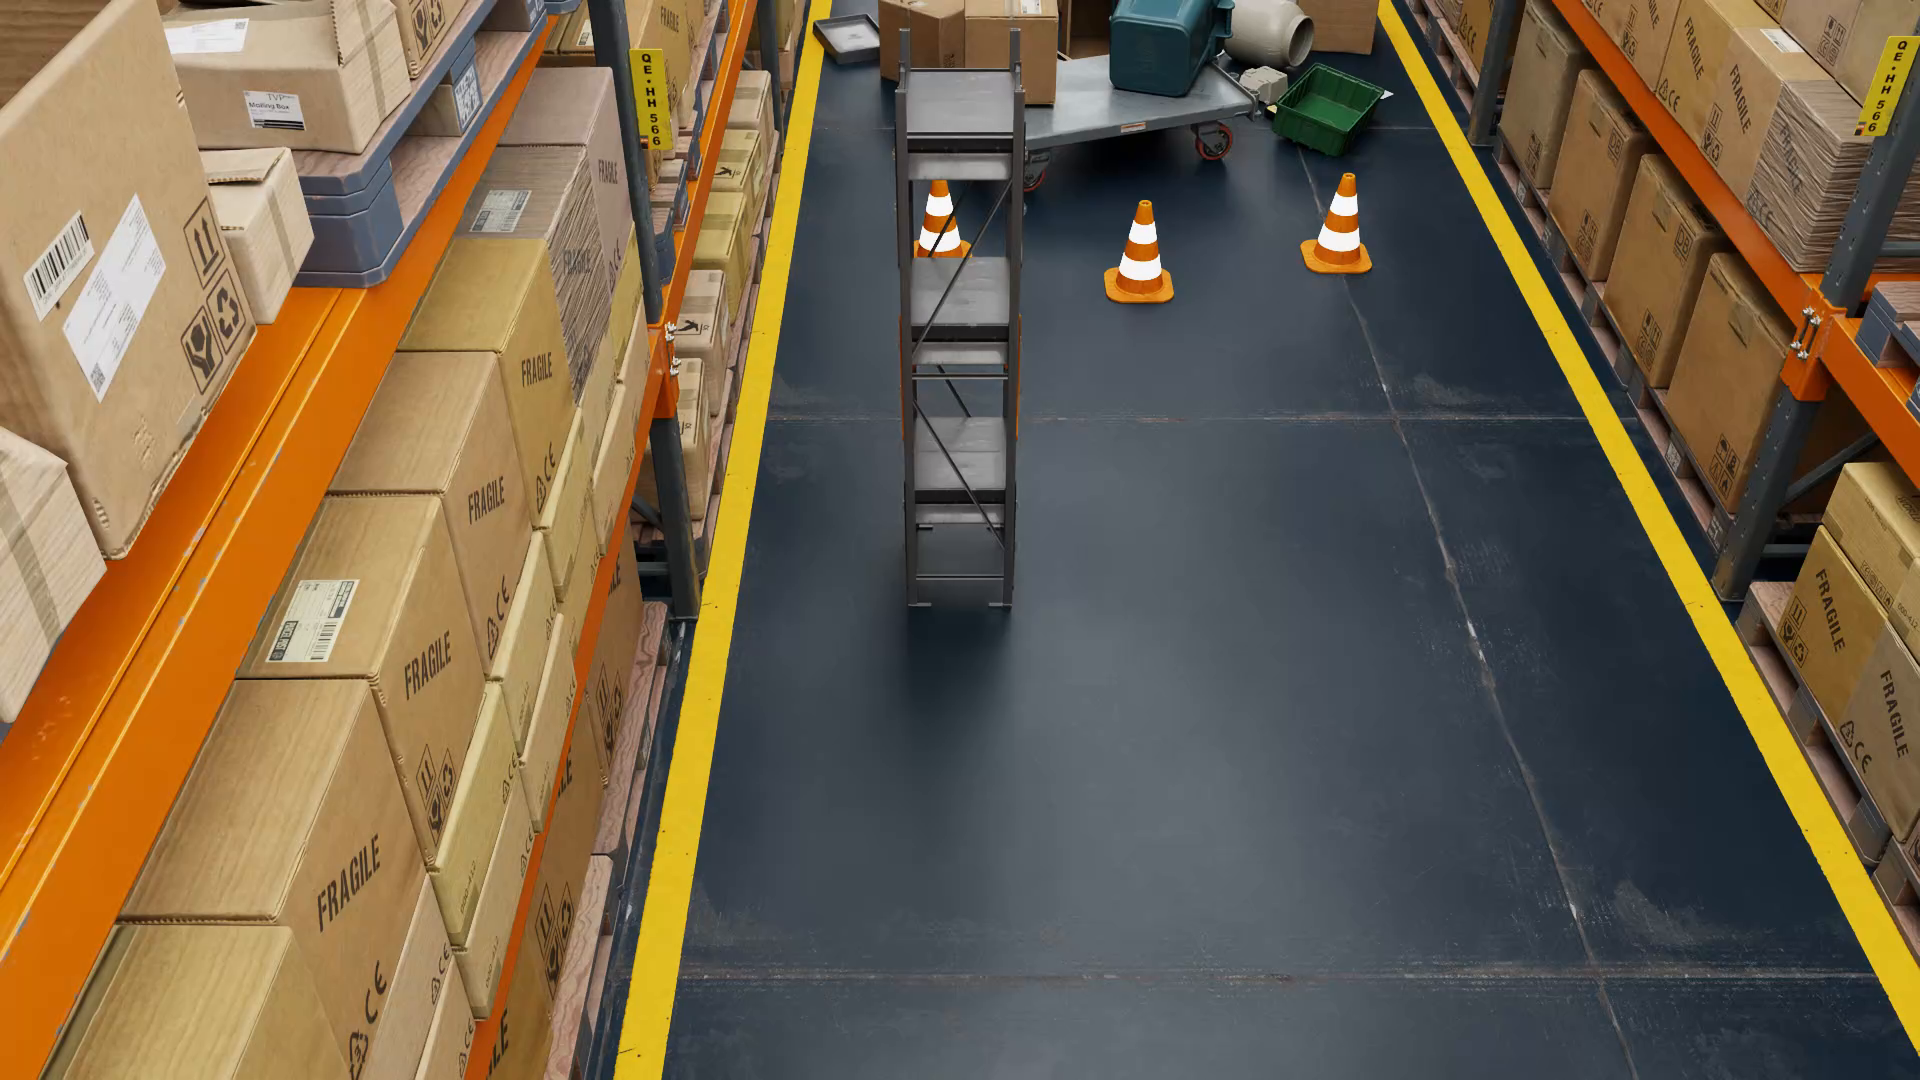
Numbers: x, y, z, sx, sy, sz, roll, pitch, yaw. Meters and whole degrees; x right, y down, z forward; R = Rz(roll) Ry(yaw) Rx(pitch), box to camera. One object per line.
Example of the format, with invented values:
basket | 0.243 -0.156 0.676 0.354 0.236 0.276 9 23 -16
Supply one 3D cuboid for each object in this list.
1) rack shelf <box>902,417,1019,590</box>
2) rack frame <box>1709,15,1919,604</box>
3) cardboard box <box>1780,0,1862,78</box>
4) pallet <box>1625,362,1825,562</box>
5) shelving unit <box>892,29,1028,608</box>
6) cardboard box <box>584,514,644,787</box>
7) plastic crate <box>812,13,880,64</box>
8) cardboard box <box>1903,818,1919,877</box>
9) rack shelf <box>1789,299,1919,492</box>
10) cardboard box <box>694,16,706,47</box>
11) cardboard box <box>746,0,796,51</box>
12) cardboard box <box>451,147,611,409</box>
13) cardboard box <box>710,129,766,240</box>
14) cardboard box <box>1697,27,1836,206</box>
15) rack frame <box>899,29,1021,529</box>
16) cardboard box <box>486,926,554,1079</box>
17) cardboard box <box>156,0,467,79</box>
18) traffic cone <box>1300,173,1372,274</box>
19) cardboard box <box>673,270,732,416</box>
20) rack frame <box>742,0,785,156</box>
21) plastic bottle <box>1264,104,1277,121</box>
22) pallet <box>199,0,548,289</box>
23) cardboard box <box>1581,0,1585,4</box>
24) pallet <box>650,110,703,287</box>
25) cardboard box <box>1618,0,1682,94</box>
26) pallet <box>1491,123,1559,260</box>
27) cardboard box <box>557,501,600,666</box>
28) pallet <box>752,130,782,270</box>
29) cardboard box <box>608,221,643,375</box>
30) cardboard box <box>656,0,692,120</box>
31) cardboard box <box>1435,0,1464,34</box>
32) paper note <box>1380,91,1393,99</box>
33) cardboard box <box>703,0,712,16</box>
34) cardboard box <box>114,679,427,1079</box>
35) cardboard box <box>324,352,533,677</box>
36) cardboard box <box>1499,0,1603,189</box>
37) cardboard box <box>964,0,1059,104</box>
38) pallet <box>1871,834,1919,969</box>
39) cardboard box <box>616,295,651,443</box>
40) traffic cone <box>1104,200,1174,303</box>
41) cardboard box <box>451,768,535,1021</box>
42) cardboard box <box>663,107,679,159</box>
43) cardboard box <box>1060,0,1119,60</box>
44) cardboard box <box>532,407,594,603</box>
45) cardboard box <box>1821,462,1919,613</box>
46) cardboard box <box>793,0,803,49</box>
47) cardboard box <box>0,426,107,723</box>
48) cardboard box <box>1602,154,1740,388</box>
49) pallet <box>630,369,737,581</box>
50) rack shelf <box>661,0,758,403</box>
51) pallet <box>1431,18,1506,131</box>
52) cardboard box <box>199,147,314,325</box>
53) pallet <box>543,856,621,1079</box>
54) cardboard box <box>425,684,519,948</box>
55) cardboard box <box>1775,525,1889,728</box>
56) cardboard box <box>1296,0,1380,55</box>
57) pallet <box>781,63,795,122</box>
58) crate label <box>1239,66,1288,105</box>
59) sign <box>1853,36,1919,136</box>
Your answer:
rack shelf | 0.000 -0.159 6.410 0.431 0.518 0.480 0 39 0
rack frame | 3.448 -0.964 5.554 1.000 3.000 0.127 0 39 0
cardboard box | 3.455 -1.990 5.955 0.700 0.500 0.500 -1 39 -1
pallet | 3.522 -0.369 7.042 1.003 0.211 1.213 0 39 0
shelving unit | 0.000 -0.716 5.964 0.431 2.100 0.503 0 39 0
cardboard box | -1.585 0.200 5.465 0.875 0.875 0.875 0 39 0
plastic crate | -0.689 -3.242 10.731 0.402 0.080 0.583 -13 40 -16
cardboard box | 3.203 0.925 4.860 0.500 0.500 0.500 -1 39 -1
rack shelf | 3.450 0.567 4.219 1.077 0.370 4.000 0 39 0
cardboard box | -1.270 -2.177 6.933 0.380 0.149 0.250 1 39 1
cardboard box | -1.238 -3.151 9.547 0.500 0.500 0.500 2 39 2
cardboard box | -1.231 -0.683 4.324 0.500 0.500 0.500 1 39 1
cardboard box | -1.500 -1.760 8.313 0.950 0.372 0.625 2 39 3
cardboard box | 3.179 -1.596 6.264 0.500 0.500 0.500 0 39 0
rack frame | 0.000 -0.868 6.155 0.400 2.100 0.015 0 39 0
cardboard box | -1.587 1.317 4.071 0.875 0.875 0.875 1 39 1
cardboard box | -1.210 -1.169 2.995 0.500 0.500 0.500 0 39 0
traffic cone | 1.934 -1.636 8.421 0.336 0.463 0.334 0 39 0
cardboard box | -1.502 -0.851 7.178 0.950 0.372 0.625 -1 39 -1
rack frame | -1.507 -3.399 8.592 1.000 3.000 0.127 0 39 0
plastic bottle | 1.933 -2.490 9.809 0.133 0.061 0.283 -20 43 -23
pallet | -1.444 -0.892 3.217 1.003 0.211 1.213 2 39 2
cardboard box | 3.176 -2.860 7.840 0.500 0.500 0.500 0 39 0
pallet | -1.610 -1.268 6.087 1.213 0.211 1.003 0 39 0
cardboard box | 3.174 -2.230 7.054 0.500 0.500 0.500 1 39 1
pallet | 3.519 -1.895 8.946 1.003 0.211 1.213 0 39 0
cardboard box | -1.241 0.112 4.332 0.500 0.250 0.500 0 39 -1
pallet | -1.505 -1.824 8.857 1.003 0.211 1.213 0 39 0
cardboard box | -1.248 -0.731 4.984 0.500 0.250 0.500 0 39 0
cardboard box | -1.279 -1.824 5.973 0.500 0.500 0.500 2 39 2
cardboard box | 3.507 -3.757 10.403 0.875 0.875 0.875 0 39 0
paper note | 2.537 -2.727 10.128 0.147 0.020 0.142 -28 46 -30
cardboard box | -1.279 -2.469 6.778 0.500 0.500 0.500 -1 39 -2
cardboard box | -1.239 0.581 2.746 0.500 0.500 0.500 0 39 0
cardboard box | -1.244 -0.056 3.541 0.500 0.500 0.500 -1 39 -1
cardboard box | 3.534 -2.363 8.764 1.050 0.750 0.750 0 39 0
cardboard box | 0.273 -2.739 9.162 0.500 0.500 0.500 0 39 0
pallet | 3.445 1.374 4.867 1.003 0.211 1.213 0 39 0
cardboard box | -1.242 -0.523 5.124 0.500 0.250 0.500 -1 39 -2
traffic cone | 0.895 -1.454 8.194 0.336 0.463 0.334 0 39 0
cardboard box | -1.221 0.743 3.544 0.500 0.250 0.500 0 39 0
cardboard box | -1.238 -1.515 6.106 0.380 0.149 0.250 -2 39 -3
cardboard box | 1.031 -3.298 10.354 0.797 0.637 0.503 0 39 0
cardboard box | -1.222 -0.090 4.184 0.500 0.250 0.500 -1 39 -1
cardboard box | 3.206 -0.014 5.432 0.500 0.250 0.500 -2 39 -2
cardboard box | -1.250 -3.193 10.198 0.500 0.250 0.500 2 39 3
cardboard box | -1.148 0.009 1.713 0.396 0.266 0.258 0 39 0
cardboard box | 3.532 -1.178 7.284 1.050 0.750 0.750 1 39 1
pallet | -1.502 -0.298 6.953 1.003 0.211 1.213 0 39 0
rack shelf | -1.505 -1.867 7.257 1.077 0.370 4.000 0 39 0
pallet | 3.520 -2.853 10.141 1.003 0.211 1.213 0 39 0
cardboard box | -1.149 -0.431 2.341 0.380 0.166 0.250 -3 39 -3
pallet | -1.578 1.445 4.778 1.003 0.211 1.213 0 39 0
cardboard box | -1.219 0.551 3.384 0.500 0.250 0.500 0 39 1
cardboard box | 3.193 0.290 5.653 0.500 0.500 0.500 -2 39 -2
cardboard box | 2.415 -3.461 10.667 0.500 0.500 0.500 6 39 8
pallet | -1.543 -2.731 9.989 1.003 0.211 1.213 0 39 0
crate label | 1.840 -2.765 10.091 0.298 0.136 0.250 -28 46 -30
sign | 2.892 -1.413 5.189 0.100 0.325 0.005 0 39 0
